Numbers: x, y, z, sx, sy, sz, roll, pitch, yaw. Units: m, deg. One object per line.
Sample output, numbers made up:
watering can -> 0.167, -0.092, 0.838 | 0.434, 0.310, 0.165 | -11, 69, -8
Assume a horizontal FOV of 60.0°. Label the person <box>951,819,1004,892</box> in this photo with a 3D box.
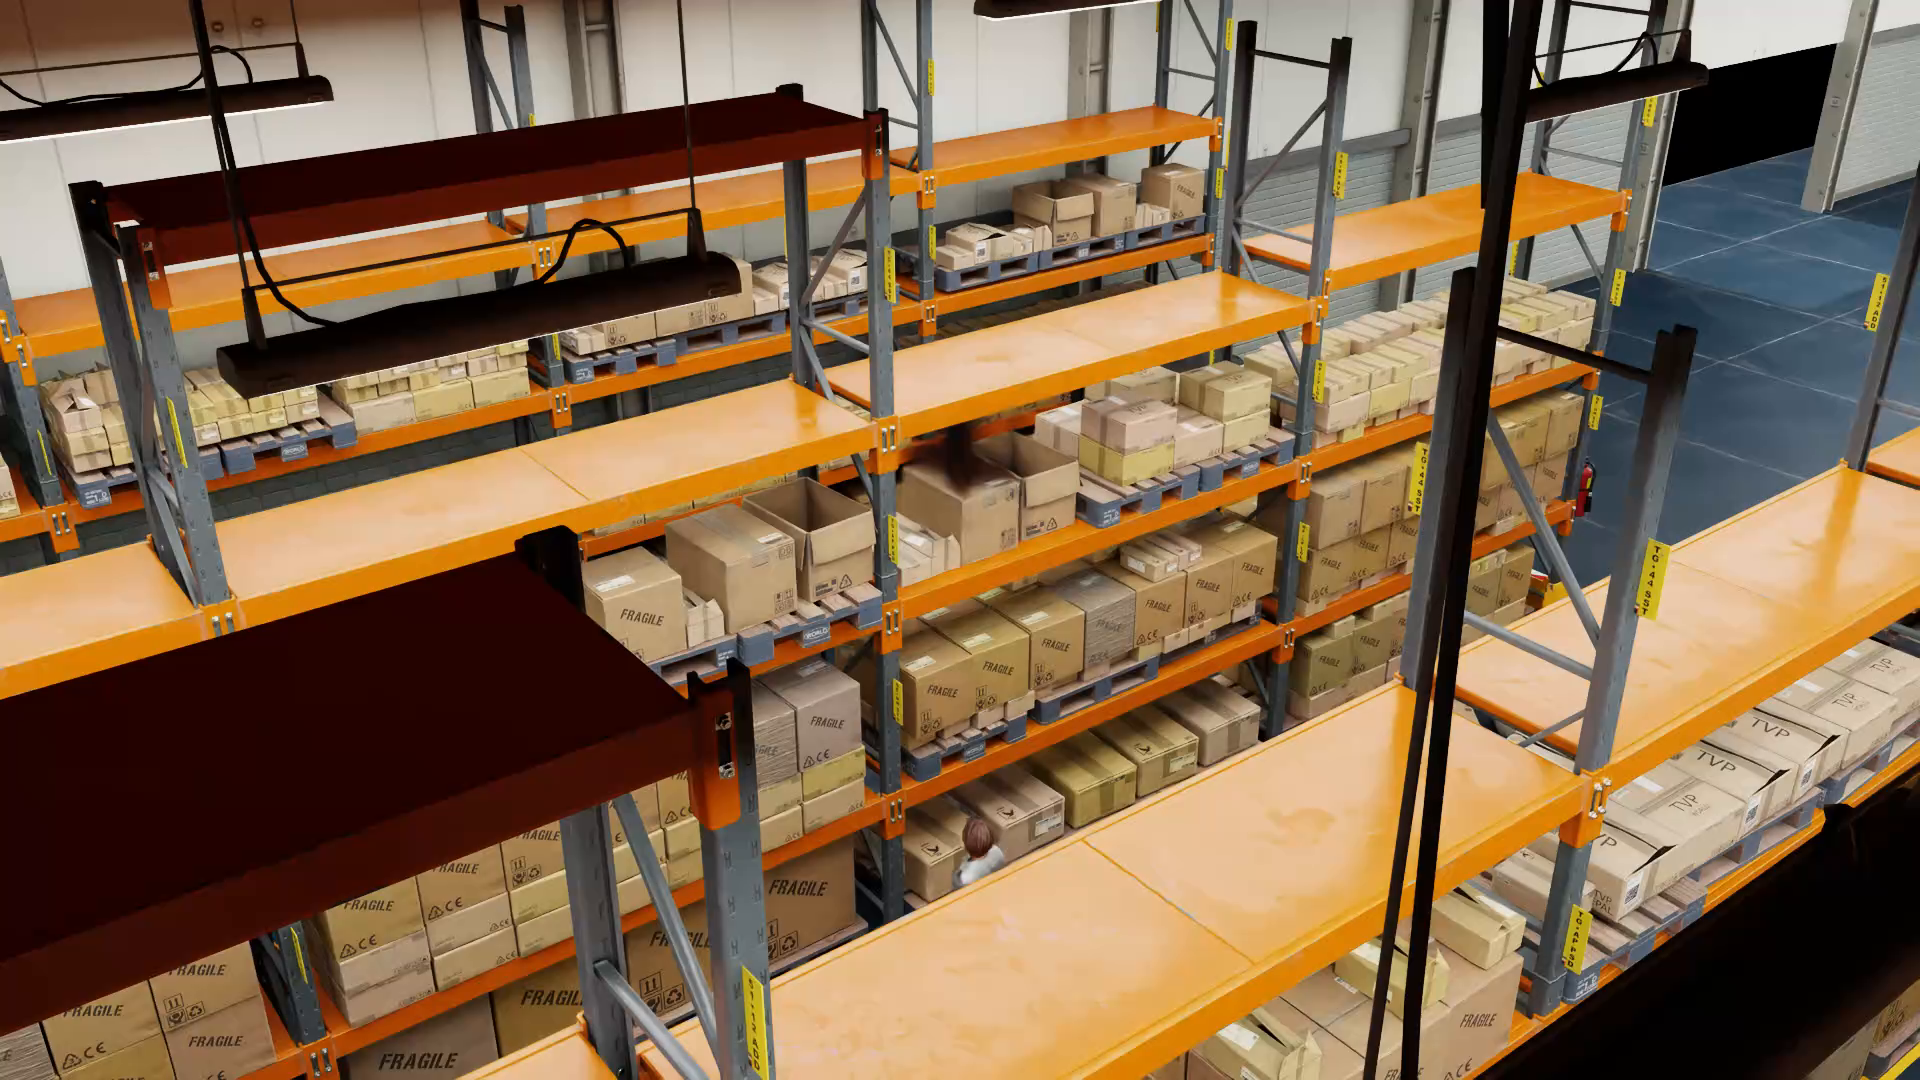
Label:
person -> 0.143, 2.460, 10.591 | 0.337, 1.620, 0.478 | 16, 30, 30
